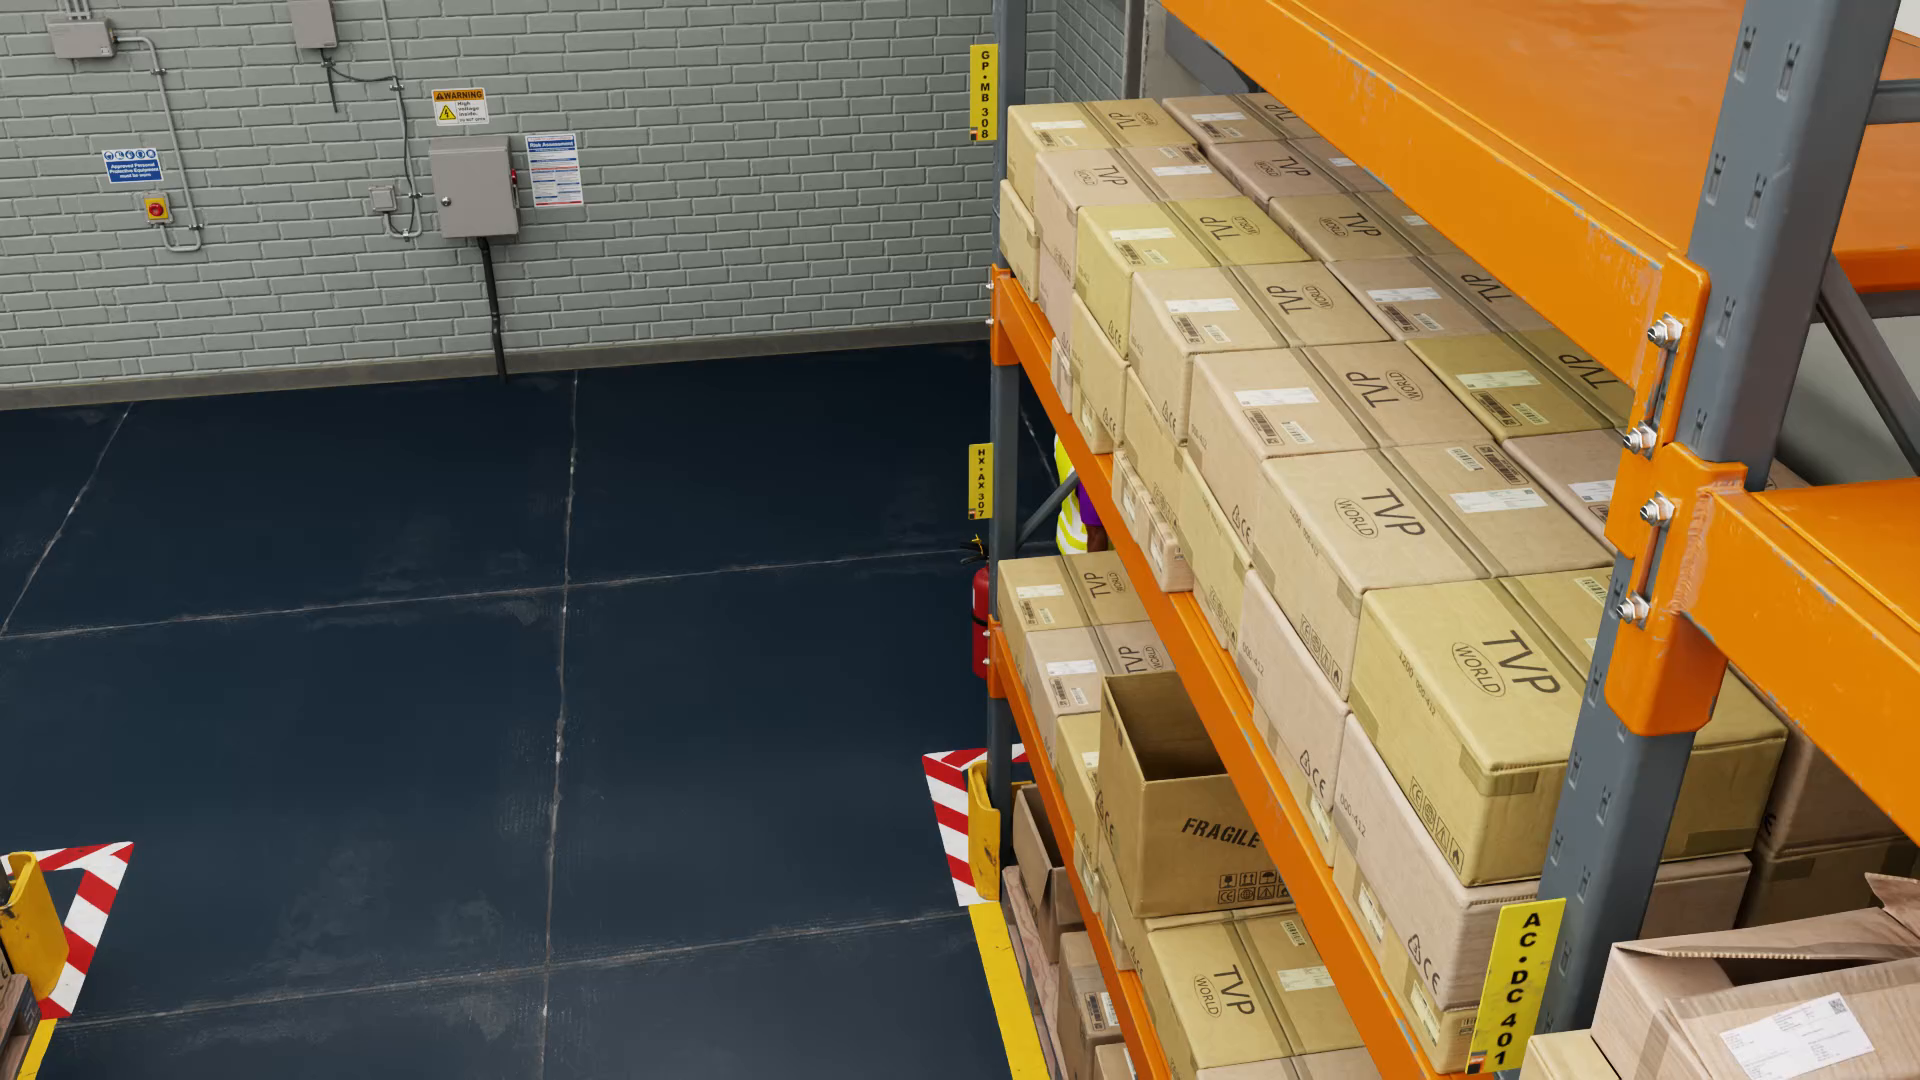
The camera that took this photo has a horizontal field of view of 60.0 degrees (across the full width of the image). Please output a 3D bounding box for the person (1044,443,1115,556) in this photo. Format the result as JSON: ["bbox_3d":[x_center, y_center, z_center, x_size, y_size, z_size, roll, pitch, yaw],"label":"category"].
[{"bbox_3d":[0.661,0.067,8.073,0.491,1.695,0.599,-5,31,-8],"label":"person"}]
